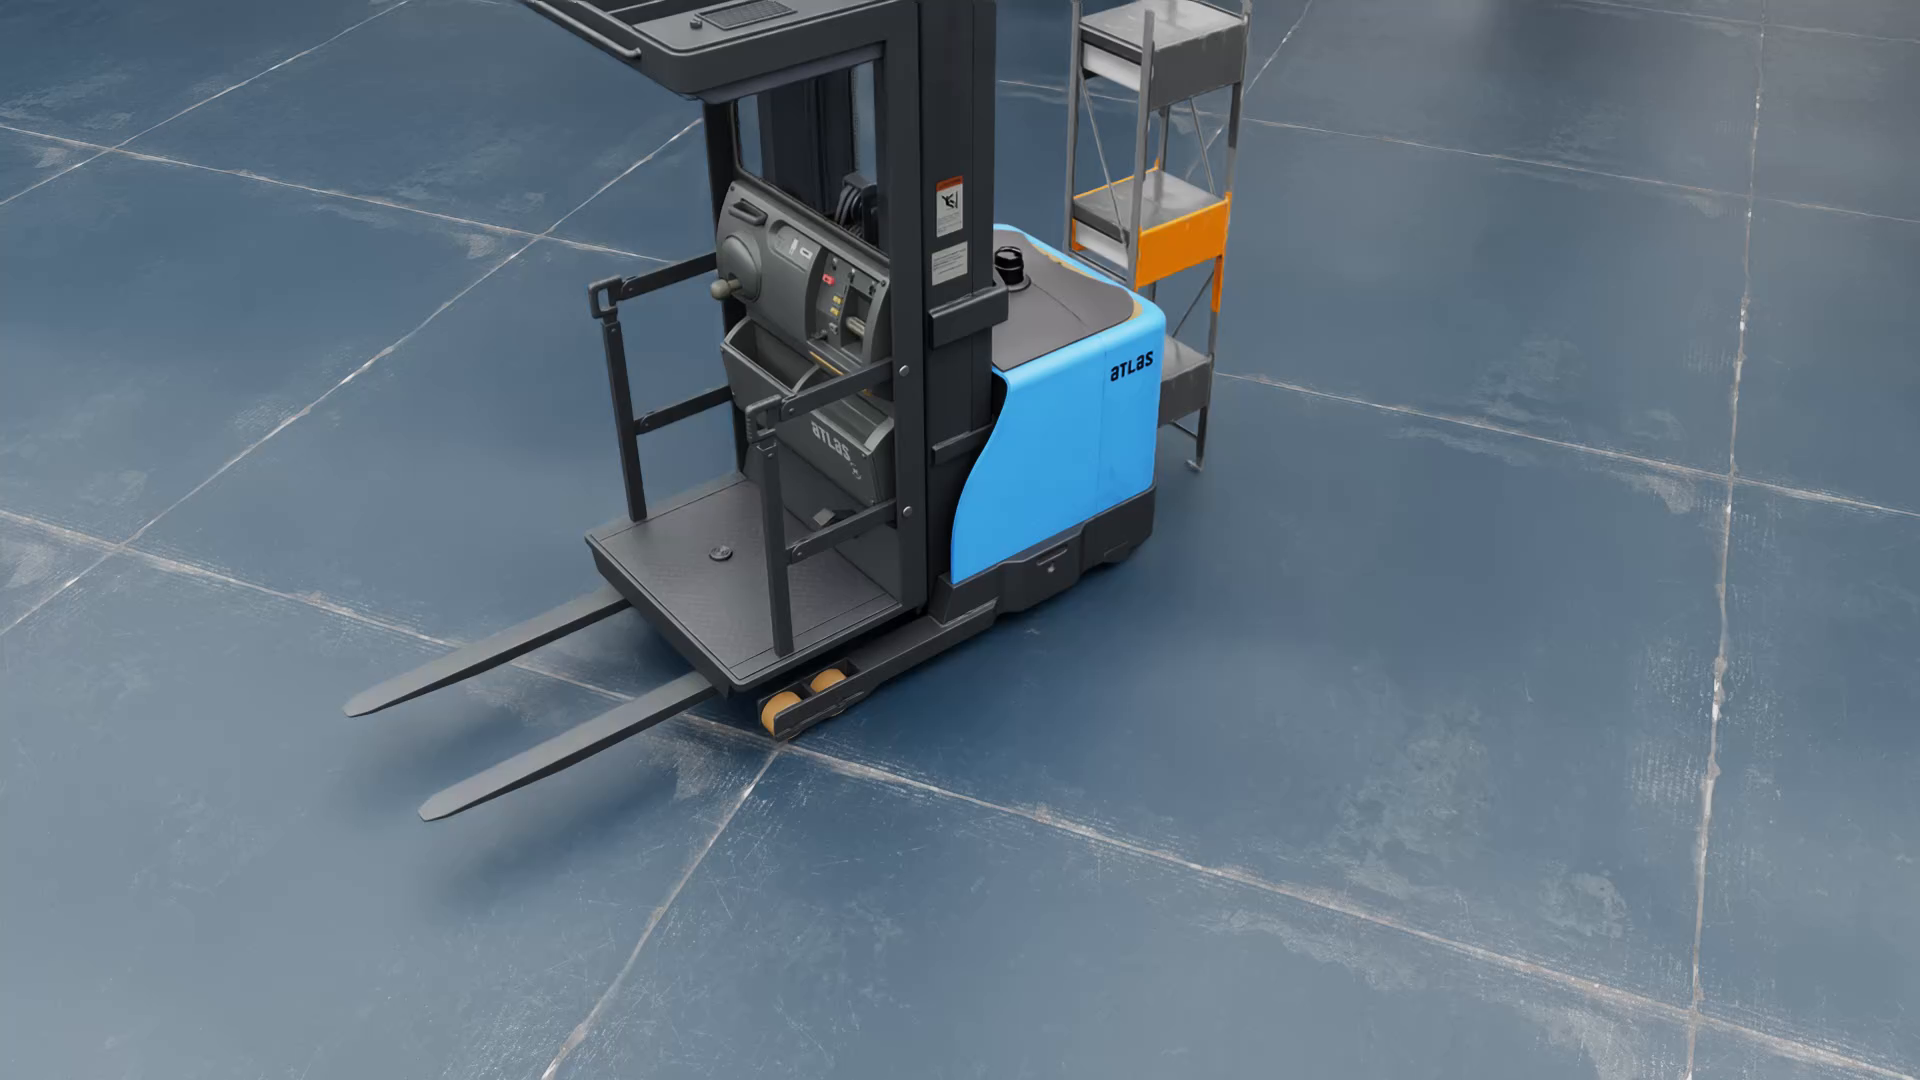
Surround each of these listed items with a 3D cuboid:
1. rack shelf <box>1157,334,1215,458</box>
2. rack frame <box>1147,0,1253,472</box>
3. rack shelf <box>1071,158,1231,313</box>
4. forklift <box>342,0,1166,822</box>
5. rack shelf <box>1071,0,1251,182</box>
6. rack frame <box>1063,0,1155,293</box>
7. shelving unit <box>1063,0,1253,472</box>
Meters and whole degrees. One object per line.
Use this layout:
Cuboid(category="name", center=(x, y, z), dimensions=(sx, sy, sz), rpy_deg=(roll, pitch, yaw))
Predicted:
Cuboid(category="rack shelf", center=(0.724, -0.567, 6.947), dimensions=(0.480, 0.518, 0.431), rpy_deg=(-25, 44, -30))
Cuboid(category="rack frame", center=(0.915, -1.230, 6.641), dimensions=(0.015, 2.100, 0.400), rpy_deg=(-25, 44, -30))
Cuboid(category="rack shelf", center=(0.724, -1.128, 6.528), dimensions=(0.480, 0.518, 0.431), rpy_deg=(-25, 44, -30))
Cuboid(category="forklift", center=(-0.696, -0.835, 5.419), dimensions=(3.031, 2.935, 1.130), rpy_deg=(-25, 44, -30))
Cuboid(category="rack shelf", center=(0.724, -1.689, 6.109), dimensions=(0.480, 0.518, 0.431), rpy_deg=(-25, 44, -30))
Cuboid(category="rack frame", center=(0.533, -1.048, 6.399), dimensions=(0.015, 2.100, 0.400), rpy_deg=(-25, 44, -30))
Cuboid(category="shelving unit", center=(0.724, -1.139, 6.520), dimensions=(0.503, 2.100, 0.431), rpy_deg=(-25, 44, -30))
